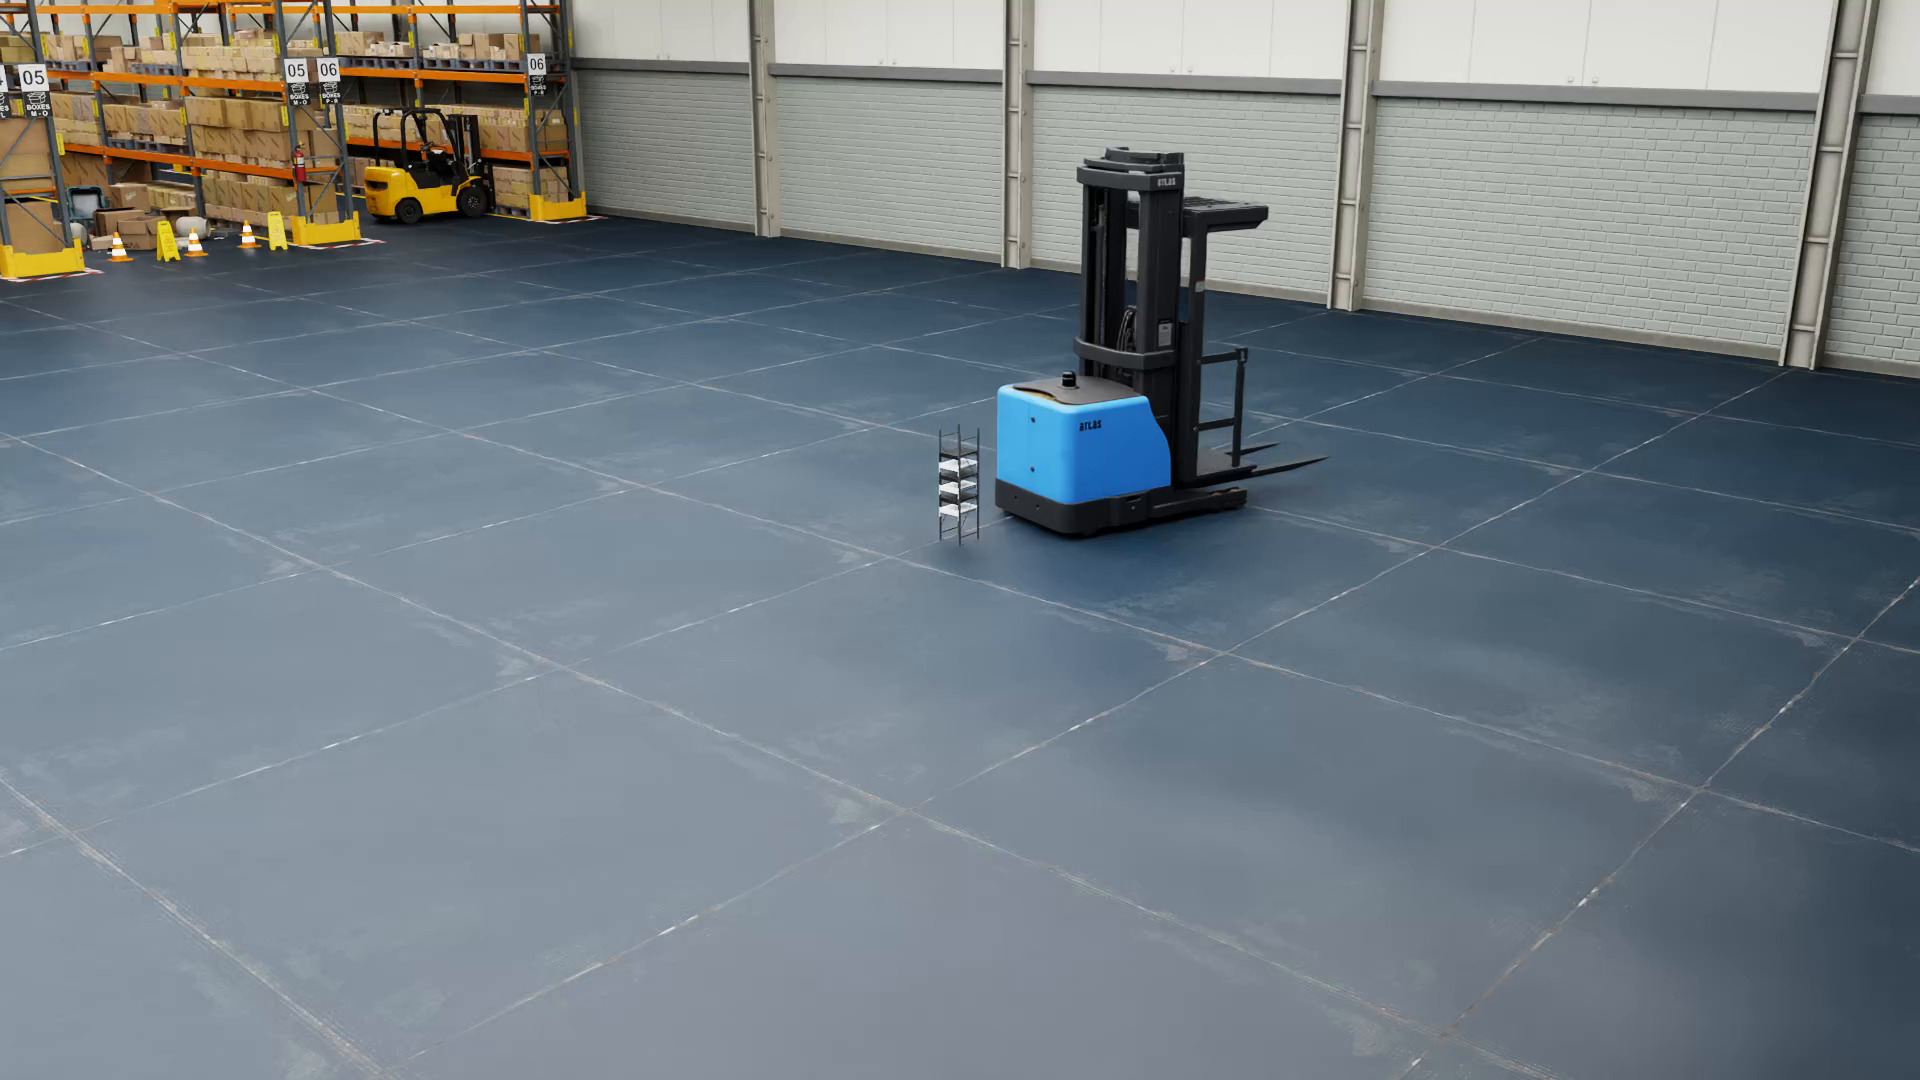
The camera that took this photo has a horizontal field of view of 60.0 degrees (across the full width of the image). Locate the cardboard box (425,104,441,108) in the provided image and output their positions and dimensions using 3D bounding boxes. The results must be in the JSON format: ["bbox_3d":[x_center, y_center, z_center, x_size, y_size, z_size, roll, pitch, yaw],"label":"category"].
[{"bbox_3d":[-11.084,-9.130,35.193,0.250,0.149,0.380,16,23,40],"label":"cardboard box"}]

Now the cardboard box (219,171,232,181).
[{"bbox_3d":[-13.716,-6.874,31.353,0.250,0.149,0.380,16,24,41],"label":"cardboard box"}]

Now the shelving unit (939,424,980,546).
[{"bbox_3d":[-0.006,-0.431,12.981,0.210,0.900,0.258,15,23,39],"label":"shelving unit"}]

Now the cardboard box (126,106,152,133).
[{"bbox_3d":[-16.430,-8.481,33.525,0.500,0.500,0.500,16,23,40],"label":"cardboard box"}]

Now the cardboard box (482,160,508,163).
[{"bbox_3d":[-9.870,-7.871,35.153,0.500,0.250,0.500,15,23,40],"label":"cardboard box"}]

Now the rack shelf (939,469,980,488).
[{"bbox_3d":[-0.006,-0.485,12.964,0.200,0.077,0.258,15,23,39],"label":"rack shelf"}]

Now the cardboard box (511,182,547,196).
[{"bbox_3d":[-8.705,-7.115,33.596,0.500,0.250,0.500,15,23,39],"label":"cardboard box"}]

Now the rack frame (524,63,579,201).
[{"bbox_3d":[-8.133,-7.960,33.234,0.127,3.000,1.000,15,23,39],"label":"rack frame"}]

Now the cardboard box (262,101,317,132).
[{"bbox_3d":[-11.952,-7.555,29.649,0.500,0.500,0.700,14,23,38],"label":"cardboard box"}]

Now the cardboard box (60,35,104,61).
[{"bbox_3d":[-18.276,-10.276,34.713,0.500,0.500,0.700,14,22,37],"label":"cardboard box"}]

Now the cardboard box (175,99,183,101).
[{"bbox_3d":[-15.415,-8.707,33.165,0.250,0.149,0.380,17,24,42],"label":"cardboard box"}]

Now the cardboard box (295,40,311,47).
[{"bbox_3d":[-15.092,-11.437,38.330,0.250,0.149,0.380,15,23,38],"label":"cardboard box"}]

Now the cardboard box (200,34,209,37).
[{"bbox_3d":[-18.405,-12.358,41.063,0.500,0.250,0.500,16,23,40],"label":"cardboard box"}]

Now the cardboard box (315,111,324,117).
[{"bbox_3d":[-15.121,-9.833,38.691,0.500,0.250,0.500,14,22,37],"label":"cardboard box"}]

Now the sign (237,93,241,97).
[{"bbox_3d":[-17.463,-10.657,40.303,0.005,0.325,0.100,15,23,39],"label":"sign"}]

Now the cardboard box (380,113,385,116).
[{"bbox_3d":[-12.504,-9.388,36.496,0.250,0.149,0.380,15,23,40],"label":"cardboard box"}]

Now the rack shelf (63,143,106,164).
[{"bbox_3d":[-18.905,-8.501,36.128,4.000,0.370,1.077,15,23,39],"label":"rack shelf"}]

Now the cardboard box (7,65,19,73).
[{"bbox_3d":[-14.679,-7.395,26.051,0.250,0.149,0.380,15,23,40],"label":"cardboard box"}]

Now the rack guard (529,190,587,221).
[{"bbox_3d":[-8.116,-6.763,33.597,0.348,0.500,1.175,15,23,39],"label":"rack guard"}]

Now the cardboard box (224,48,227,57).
[{"bbox_3d":[-13.181,-8.899,30.331,0.250,0.149,0.380,16,23,40],"label":"cardboard box"}]

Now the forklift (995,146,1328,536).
[{"bbox_3d":[1.804,-1.749,13.778,3.031,2.935,1.130,-11,21,-32],"label":"forklift"}]

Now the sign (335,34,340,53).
[{"bbox_3d":[-11.065,-8.805,29.494,0.005,0.325,0.100,15,23,39],"label":"sign"}]

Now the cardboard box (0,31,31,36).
[{"bbox_3d":[-21.431,-11.236,37.567,0.797,0.503,0.637,-16,24,-41],"label":"cardboard box"}]

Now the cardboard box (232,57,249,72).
[{"bbox_3d":[-12.754,-8.582,29.992,0.500,0.250,0.500,16,24,41],"label":"cardboard box"}]

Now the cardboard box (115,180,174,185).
[{"bbox_3d":[-16.993,-7.274,34.724,0.625,0.372,0.950,13,22,36],"label":"cardboard box"}]

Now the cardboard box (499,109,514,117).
[{"bbox_3d":[-9.097,-8.638,33.643,0.250,0.149,0.380,15,23,40],"label":"cardboard box"}]

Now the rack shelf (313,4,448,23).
[{"bbox_3d":[-12.621,-11.490,36.292,4.000,0.370,1.077,15,23,39],"label":"rack shelf"}]

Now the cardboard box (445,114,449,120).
[{"bbox_3d":[-10.518,-8.832,34.745,0.250,0.149,0.380,16,23,40],"label":"cardboard box"}]

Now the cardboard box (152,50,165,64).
[{"bbox_3d":[-15.325,-9.385,32.319,0.500,0.250,0.500,15,23,40],"label":"cardboard box"}]

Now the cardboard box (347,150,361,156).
[{"bbox_3d":[-14.300,-9.059,39.064,0.250,0.149,0.380,17,24,42],"label":"cardboard box"}]

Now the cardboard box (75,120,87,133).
[{"bbox_3d":[-18.326,-8.751,35.148,0.500,0.250,0.500,14,23,38],"label":"cardboard box"}]

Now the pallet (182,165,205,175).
[{"bbox_3d":[-19.447,-9.668,43.227,1.213,0.211,1.003,15,23,39],"label":"pallet"}]

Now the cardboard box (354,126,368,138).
[{"bbox_3d":[-13.185,-9.146,37.220,0.500,0.250,0.500,14,22,38],"label":"cardboard box"}]

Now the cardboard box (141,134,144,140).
[{"bbox_3d":[-16.265,-8.147,33.545,0.250,0.149,0.380,16,24,41],"label":"cardboard box"}]

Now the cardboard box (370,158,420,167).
[{"bbox_3d":[-12.662,-8.241,37.353,0.625,0.625,0.875,14,22,37],"label":"cardboard box"}]

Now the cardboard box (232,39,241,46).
[{"bbox_3d":[-17.176,-11.910,39.785,0.250,0.149,0.380,16,24,41],"label":"cardboard box"}]

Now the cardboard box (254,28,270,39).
[{"bbox_3d":[-16.834,-12.220,40.079,0.258,0.266,0.396,15,23,38],"label":"cardboard box"}]

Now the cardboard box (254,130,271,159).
[{"bbox_3d":[-12.386,-7.174,30.100,0.500,0.500,0.500,15,23,39],"label":"cardboard box"}]

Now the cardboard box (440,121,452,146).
[{"bbox_3d":[-10.566,-8.562,34.965,0.500,0.500,0.500,16,23,40],"label":"cardboard box"}]

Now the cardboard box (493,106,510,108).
[{"bbox_3d":[-9.581,-8.943,34.604,0.250,0.149,0.380,16,24,41],"label":"cardboard box"}]

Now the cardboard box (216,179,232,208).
[{"bbox_3d":[-13.747,-6.602,31.566,0.500,0.500,0.500,16,24,41],"label":"cardboard box"}]

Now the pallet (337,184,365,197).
[{"bbox_3d":[-13.527,-8.063,38.168,1.213,0.211,1.003,15,23,39],"label":"pallet"}]

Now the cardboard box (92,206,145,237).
[{"bbox_3d":[-15.125,-5.677,29.942,0.503,0.637,0.797,15,23,39],"label":"cardboard box"}]

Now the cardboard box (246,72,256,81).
[{"bbox_3d":[-12.625,-8.363,29.962,0.250,0.149,0.380,15,23,39],"label":"cardboard box"}]

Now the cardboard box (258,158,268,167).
[{"bbox_3d":[-12.500,-6.870,30.215,0.250,0.149,0.380,16,23,40],"label":"cardboard box"}]

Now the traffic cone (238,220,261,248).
[{"bbox_3d":[-12.603,-5.421,29.429,0.334,0.463,0.336,15,23,39],"label":"traffic cone"}]

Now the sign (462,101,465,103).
[{"bbox_3d":[-10.758,-9.339,36.018,0.005,0.325,0.100,15,23,39],"label":"sign"}]

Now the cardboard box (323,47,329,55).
[{"bbox_3d":[-14.058,-10.993,37.361,0.250,0.166,0.380,15,23,39],"label":"cardboard box"}]

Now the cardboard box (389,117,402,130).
[{"bbox_3d":[-12.052,-9.072,36.160,0.500,0.250,0.500,14,23,38],"label":"cardboard box"}]

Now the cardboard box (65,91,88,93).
[{"bbox_3d":[-19.508,-9.635,36.693,0.500,0.500,0.500,16,23,40],"label":"cardboard box"}]

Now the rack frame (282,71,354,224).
[{"bbox_3d":[-11.425,-6.836,29.693,0.127,3.000,1.000,15,23,39],"label":"rack frame"}]

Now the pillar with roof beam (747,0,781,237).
[{"bbox_3d":[-6.426,-8.984,26.544,0.400,9.000,9.100,15,23,39],"label":"pillar with roof beam"}]

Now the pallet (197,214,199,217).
[{"bbox_3d":[-15.001,-6.466,33.137,1.213,0.211,1.003,15,23,39],"label":"pallet"}]
